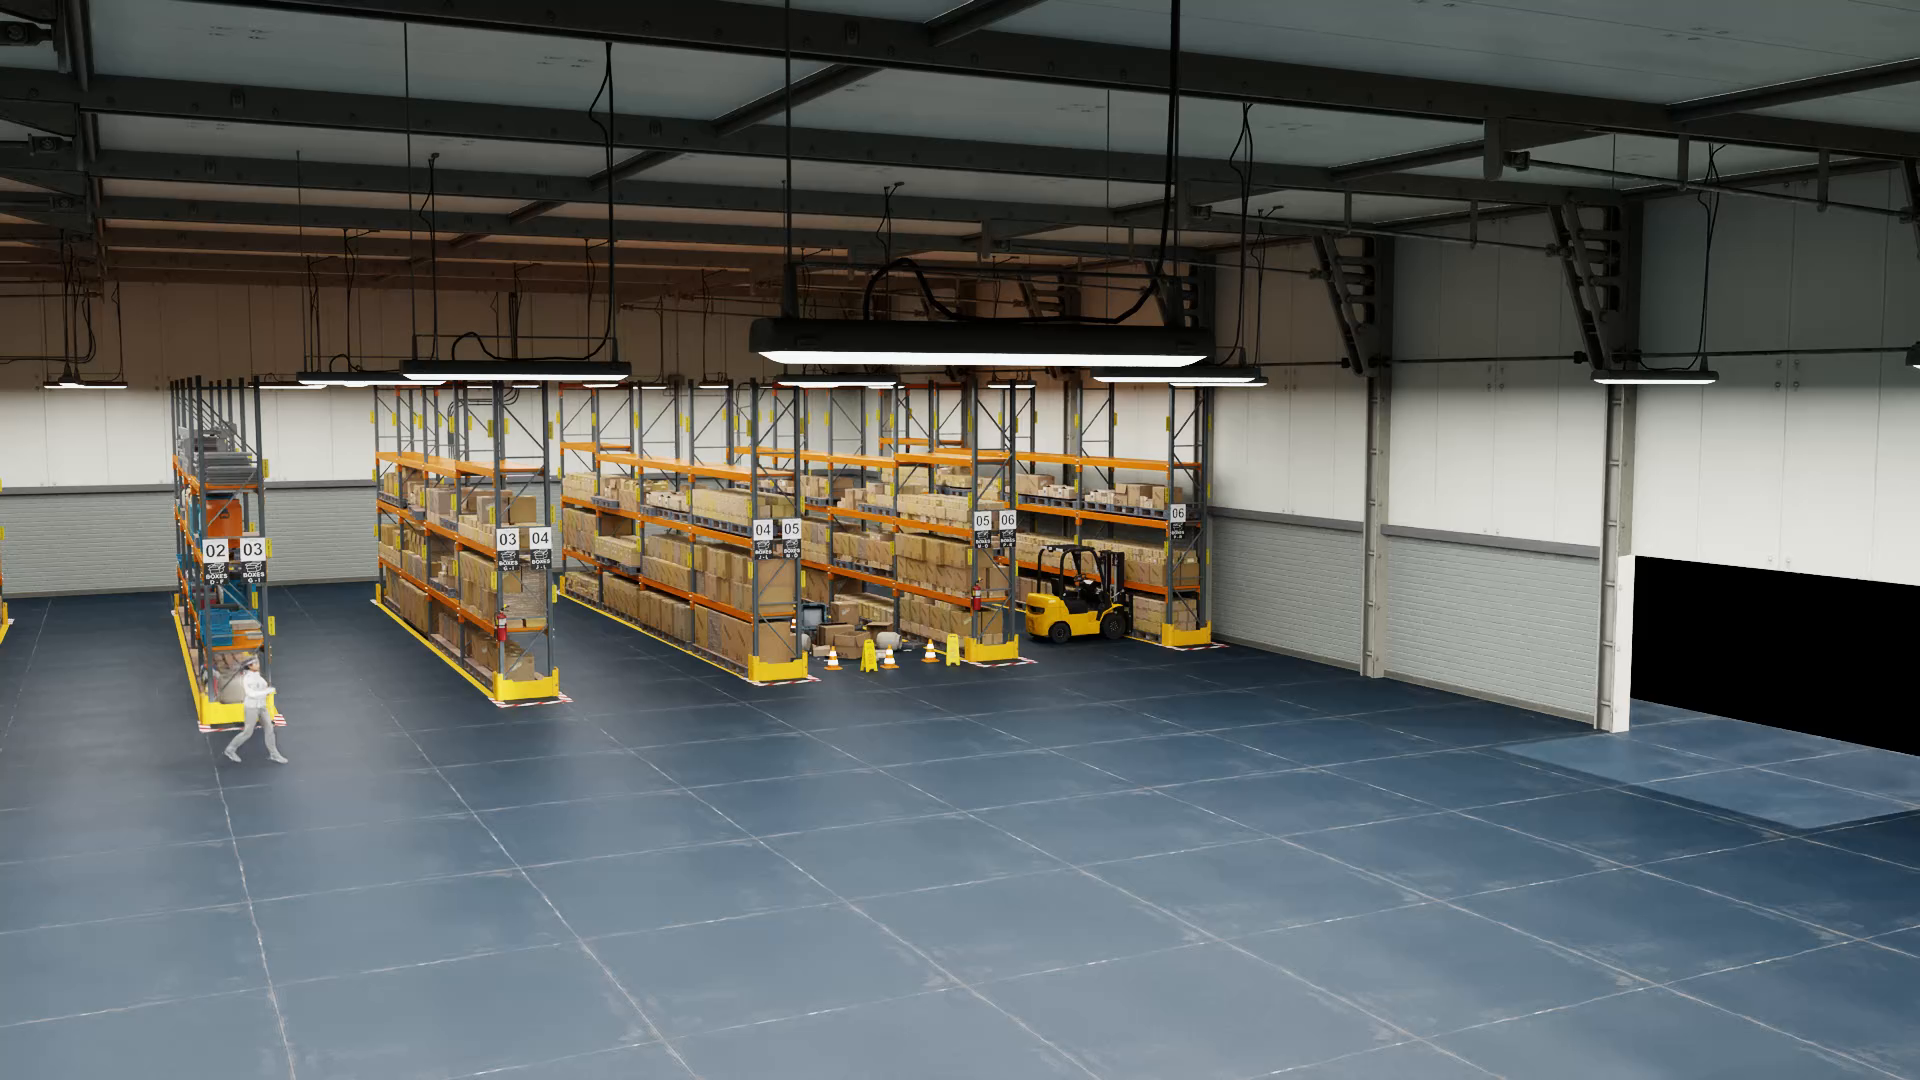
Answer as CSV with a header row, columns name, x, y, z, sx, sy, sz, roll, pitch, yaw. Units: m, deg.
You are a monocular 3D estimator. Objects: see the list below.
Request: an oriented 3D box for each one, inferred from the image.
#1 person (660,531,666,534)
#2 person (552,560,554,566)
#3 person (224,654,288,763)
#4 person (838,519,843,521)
name,x,y,z,sx,sy,sz,roll,pitch,yaw
person,-8.923,0.501,49.977,0.628,1.556,0.516,-3,6,-29
person,-11.040,0.980,44.045,0.543,1.722,0.808,-2,5,-21
person,-10.816,2.589,25.501,0.924,1.696,0.604,0,5,1
person,-3.426,0.303,47.654,0.703,1.824,0.890,-3,6,-27
